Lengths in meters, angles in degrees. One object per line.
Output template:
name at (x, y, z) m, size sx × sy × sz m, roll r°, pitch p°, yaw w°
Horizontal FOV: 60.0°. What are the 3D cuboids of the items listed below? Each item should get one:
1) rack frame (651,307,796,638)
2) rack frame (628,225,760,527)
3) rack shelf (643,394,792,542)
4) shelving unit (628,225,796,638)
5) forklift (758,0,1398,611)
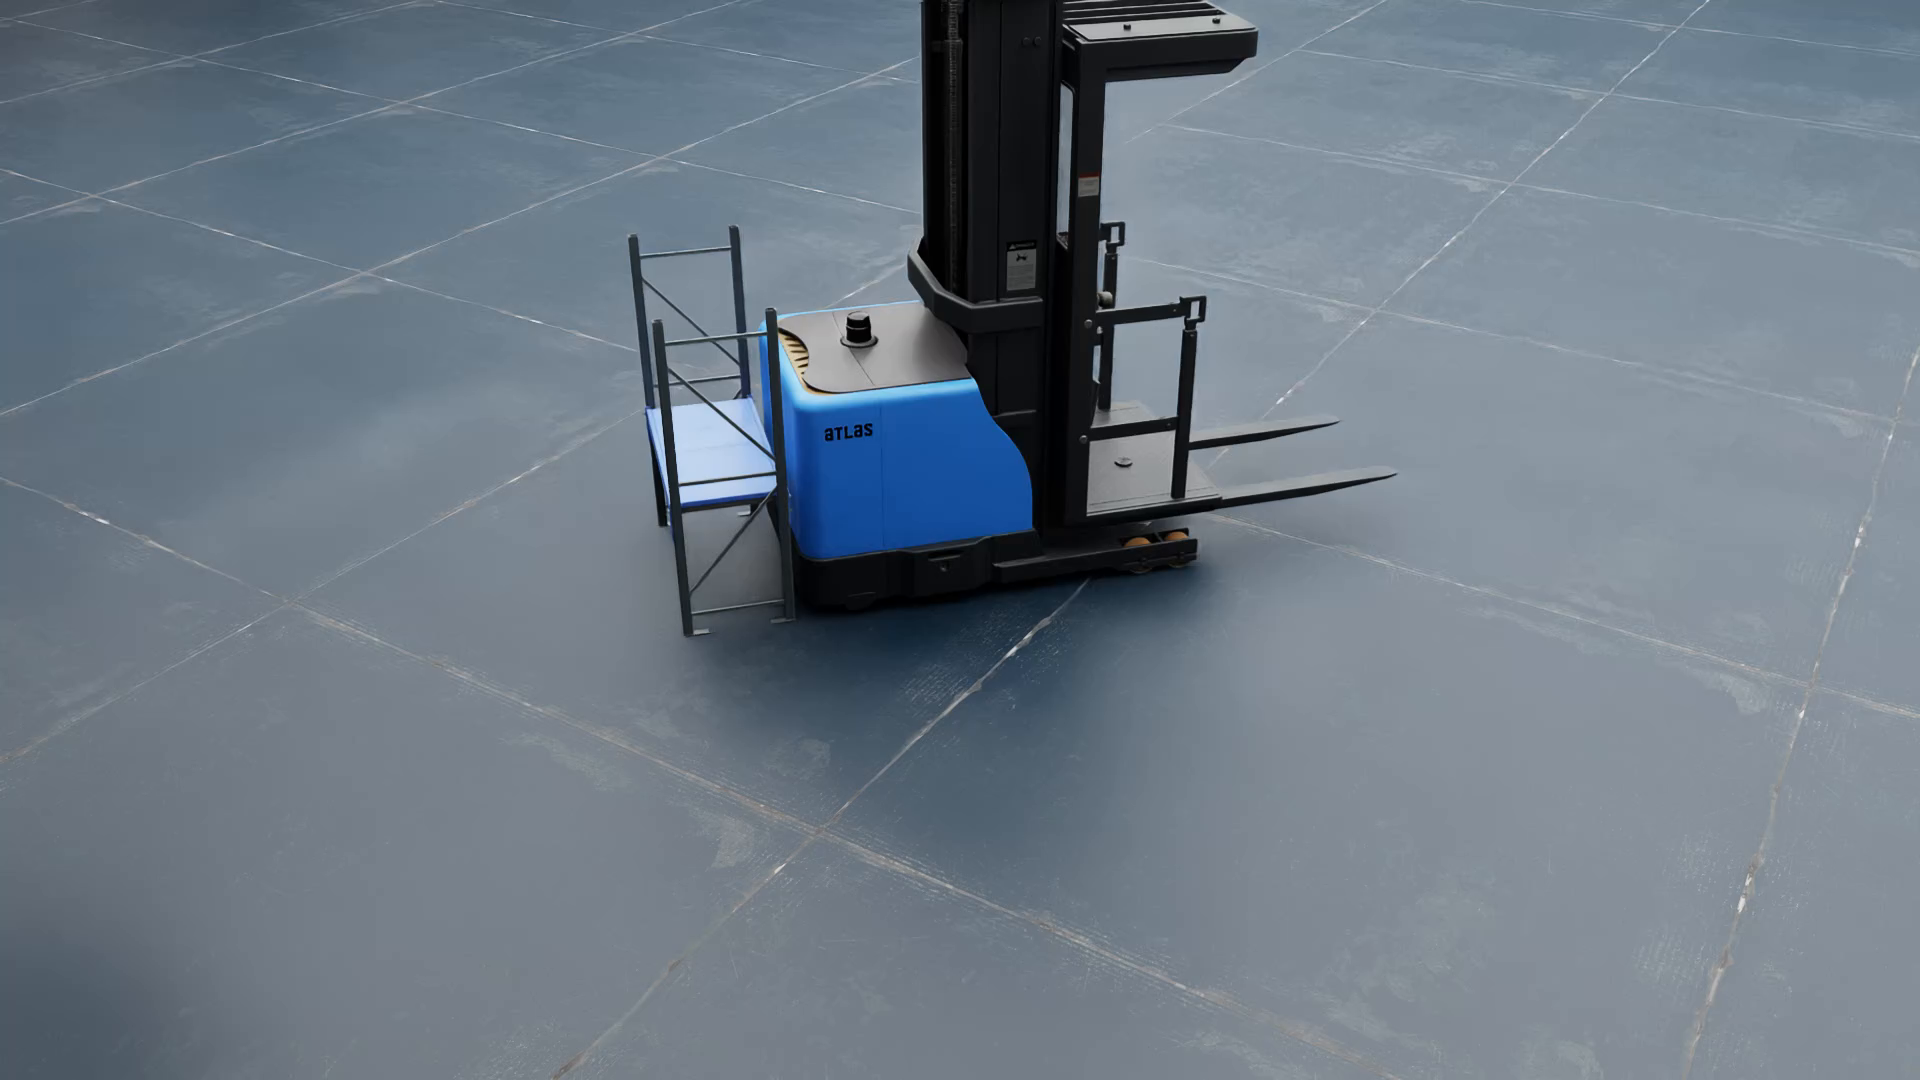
rack frame at (-0.985, -0.256, 7.052) m, size 0.500 × 1.500 × 0.032 m, roll -8°, pitch 31°, yaw -13°
rack frame at (-1.248, -0.751, 7.900) m, size 0.500 × 1.500 × 0.032 m, roll -8°, pitch 31°, yaw -13°
rack shelf at (-1.116, -0.348, 7.567) m, size 0.538 × 0.185 × 1.000 m, roll -8°, pitch 31°, yaw -13°
shelving unit at (-1.117, -0.504, 7.476) m, size 0.538 × 1.500 × 1.048 m, roll -8°, pitch 31°, yaw -13°
forklift at (0.622, -1.356, 7.518) m, size 3.031 × 2.935 × 1.130 m, roll -8°, pitch 31°, yaw -14°
